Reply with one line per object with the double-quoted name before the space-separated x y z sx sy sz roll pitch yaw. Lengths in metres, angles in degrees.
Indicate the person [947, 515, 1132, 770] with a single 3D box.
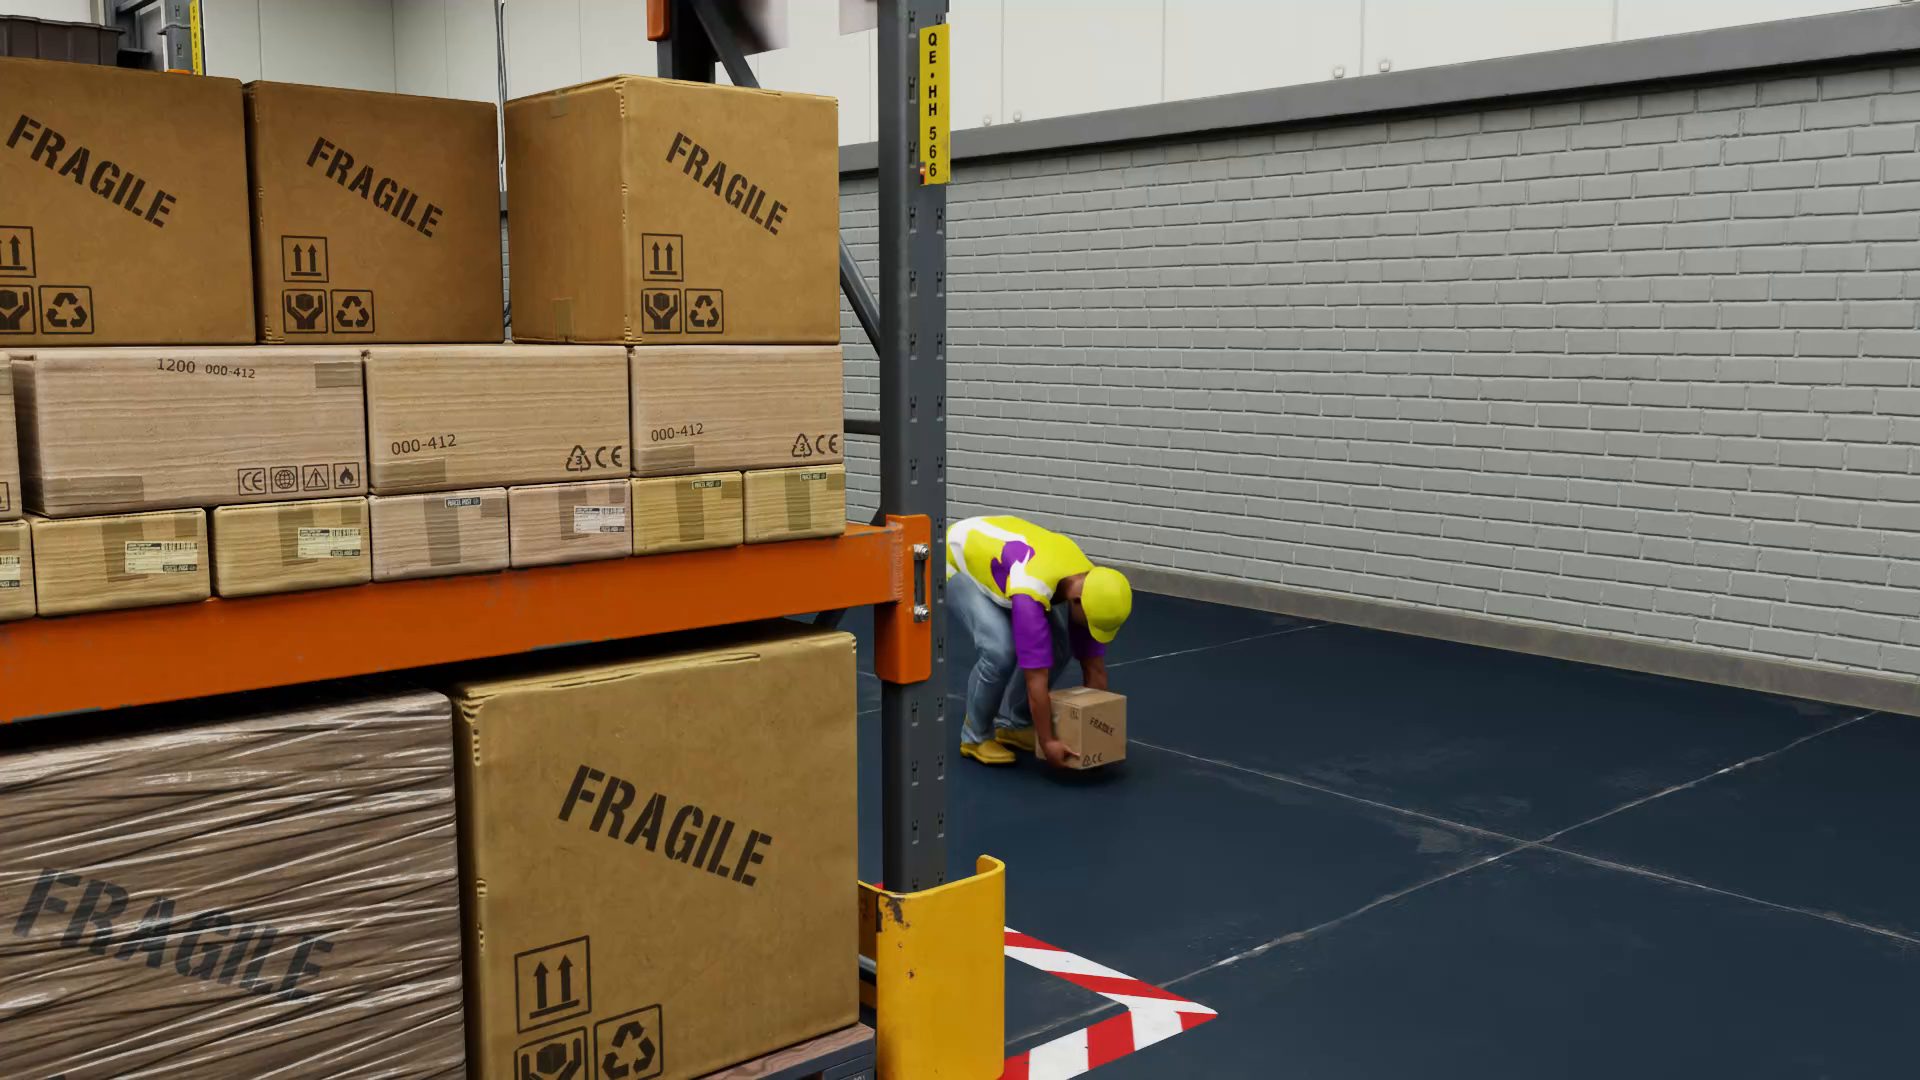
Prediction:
"person" 0.296 0.403 6.618 0.493 0.980 0.974 -7 10 -44
